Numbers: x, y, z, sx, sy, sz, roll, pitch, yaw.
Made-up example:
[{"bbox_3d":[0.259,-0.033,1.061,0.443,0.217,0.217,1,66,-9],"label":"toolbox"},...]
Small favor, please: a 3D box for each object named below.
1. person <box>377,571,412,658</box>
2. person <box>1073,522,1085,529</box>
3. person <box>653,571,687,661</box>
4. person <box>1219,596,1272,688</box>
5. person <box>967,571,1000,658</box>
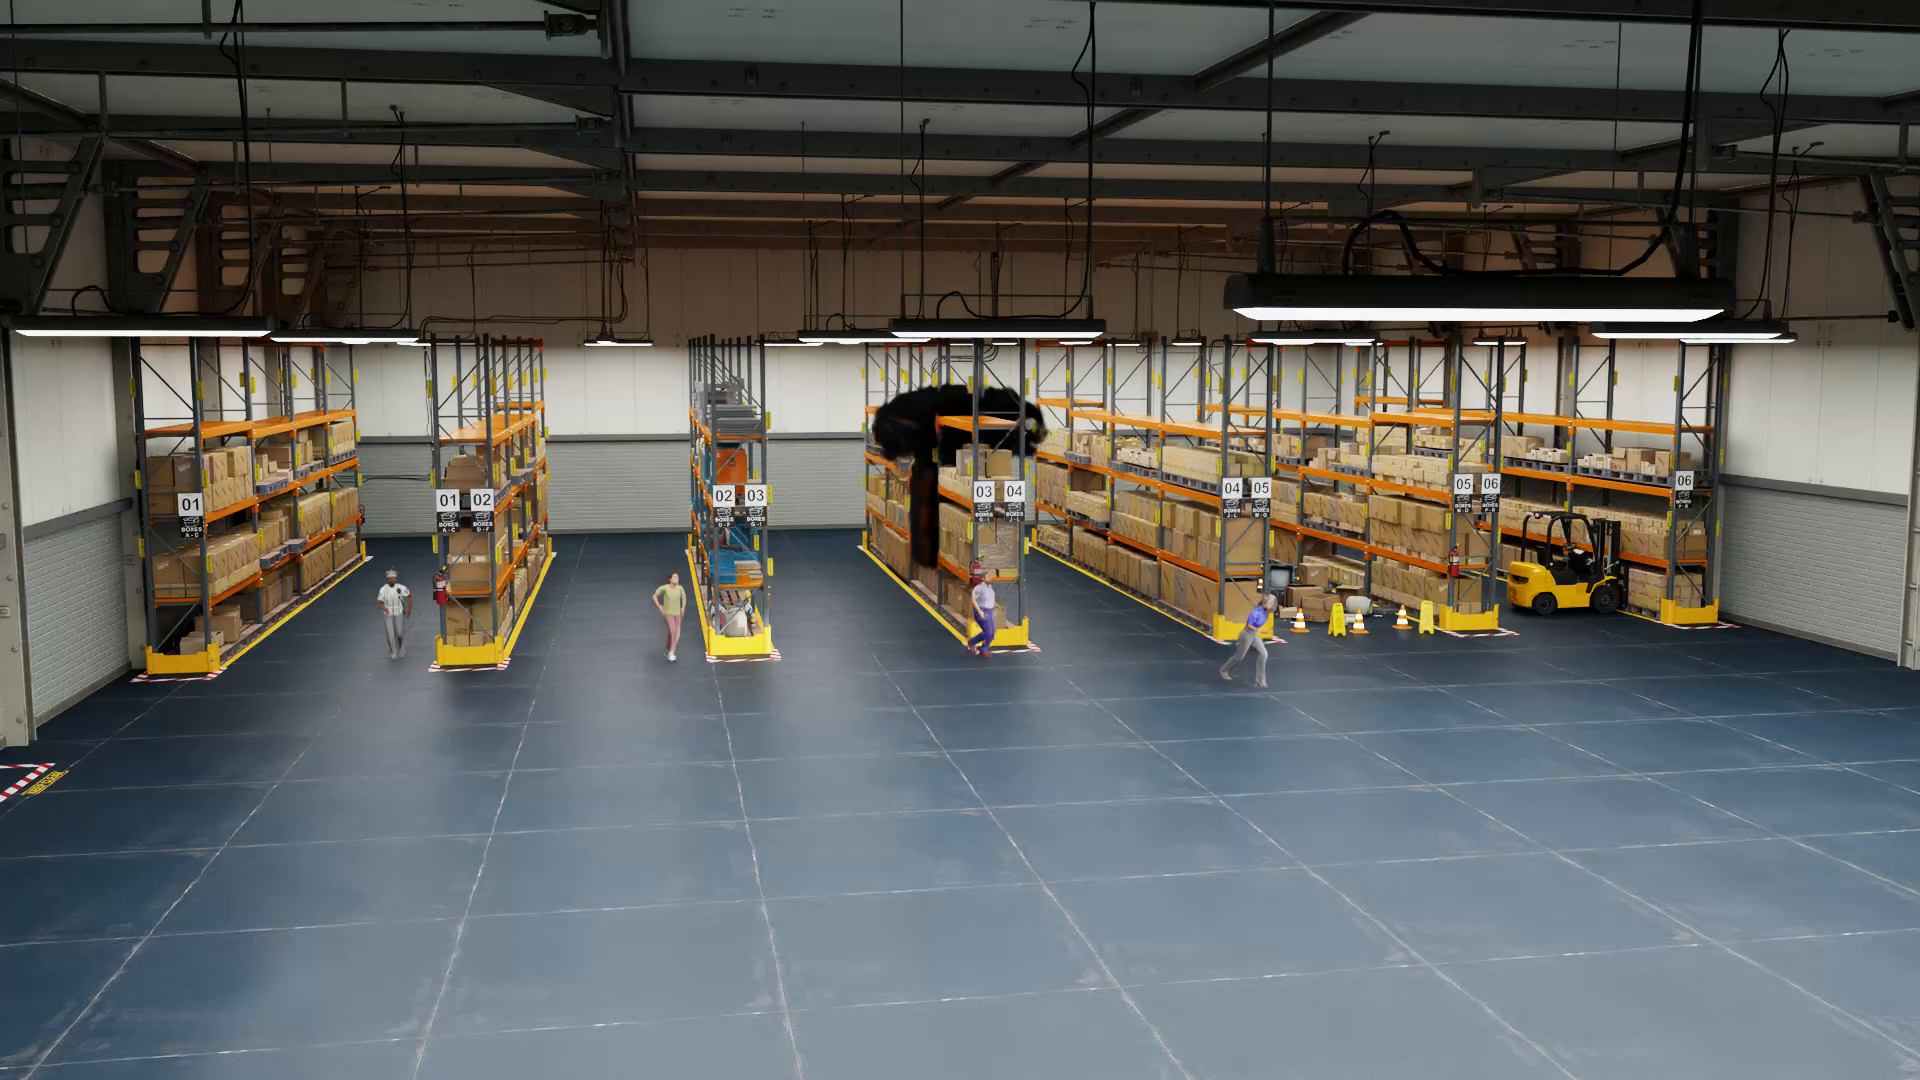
[{"bbox_3d":[-10.428,1.379,30.679,0.612,1.652,0.584,-2,7,-17],"label":"person"},{"bbox_3d":[3.533,-0.745,49.536,0.785,1.649,0.608,3,7,25],"label":"person"},{"bbox_3d":[-5.296,1.395,30.651,0.595,1.645,0.626,-4,8,-34],"label":"person"},{"bbox_3d":[4.898,1.721,28.449,0.962,1.615,0.618,5,8,36],"label":"person"},{"bbox_3d":[0.450,1.384,31.017,0.549,1.619,0.621,4,7,29],"label":"person"}]
